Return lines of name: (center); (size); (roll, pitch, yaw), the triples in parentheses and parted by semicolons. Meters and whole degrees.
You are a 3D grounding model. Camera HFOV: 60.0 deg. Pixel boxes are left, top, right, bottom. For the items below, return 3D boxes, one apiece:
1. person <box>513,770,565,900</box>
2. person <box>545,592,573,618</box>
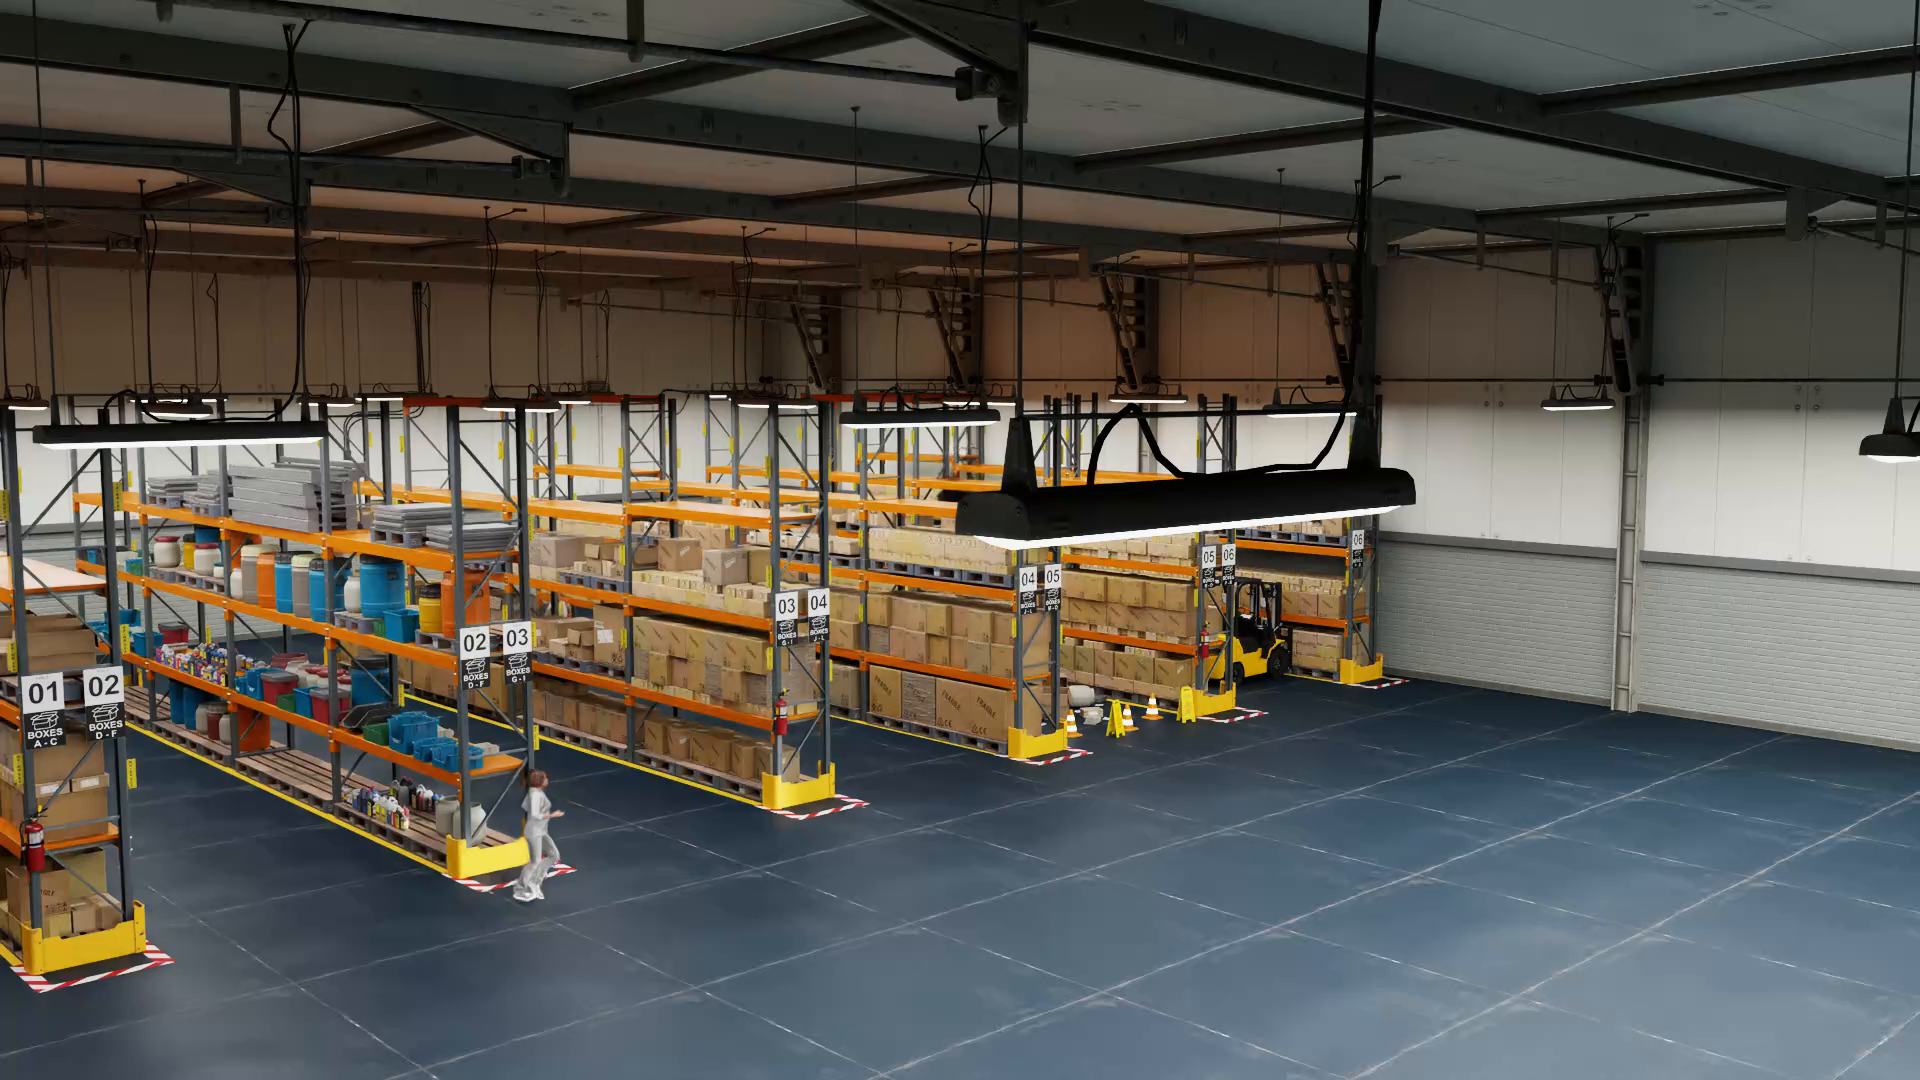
person: (-5.129, 3.597, 20.279); (0.636, 1.568, 0.540); (-1, 6, -8)
person: (-8.754, 1.959, 36.357); (0.678, 1.751, 0.669); (-4, 7, -38)
